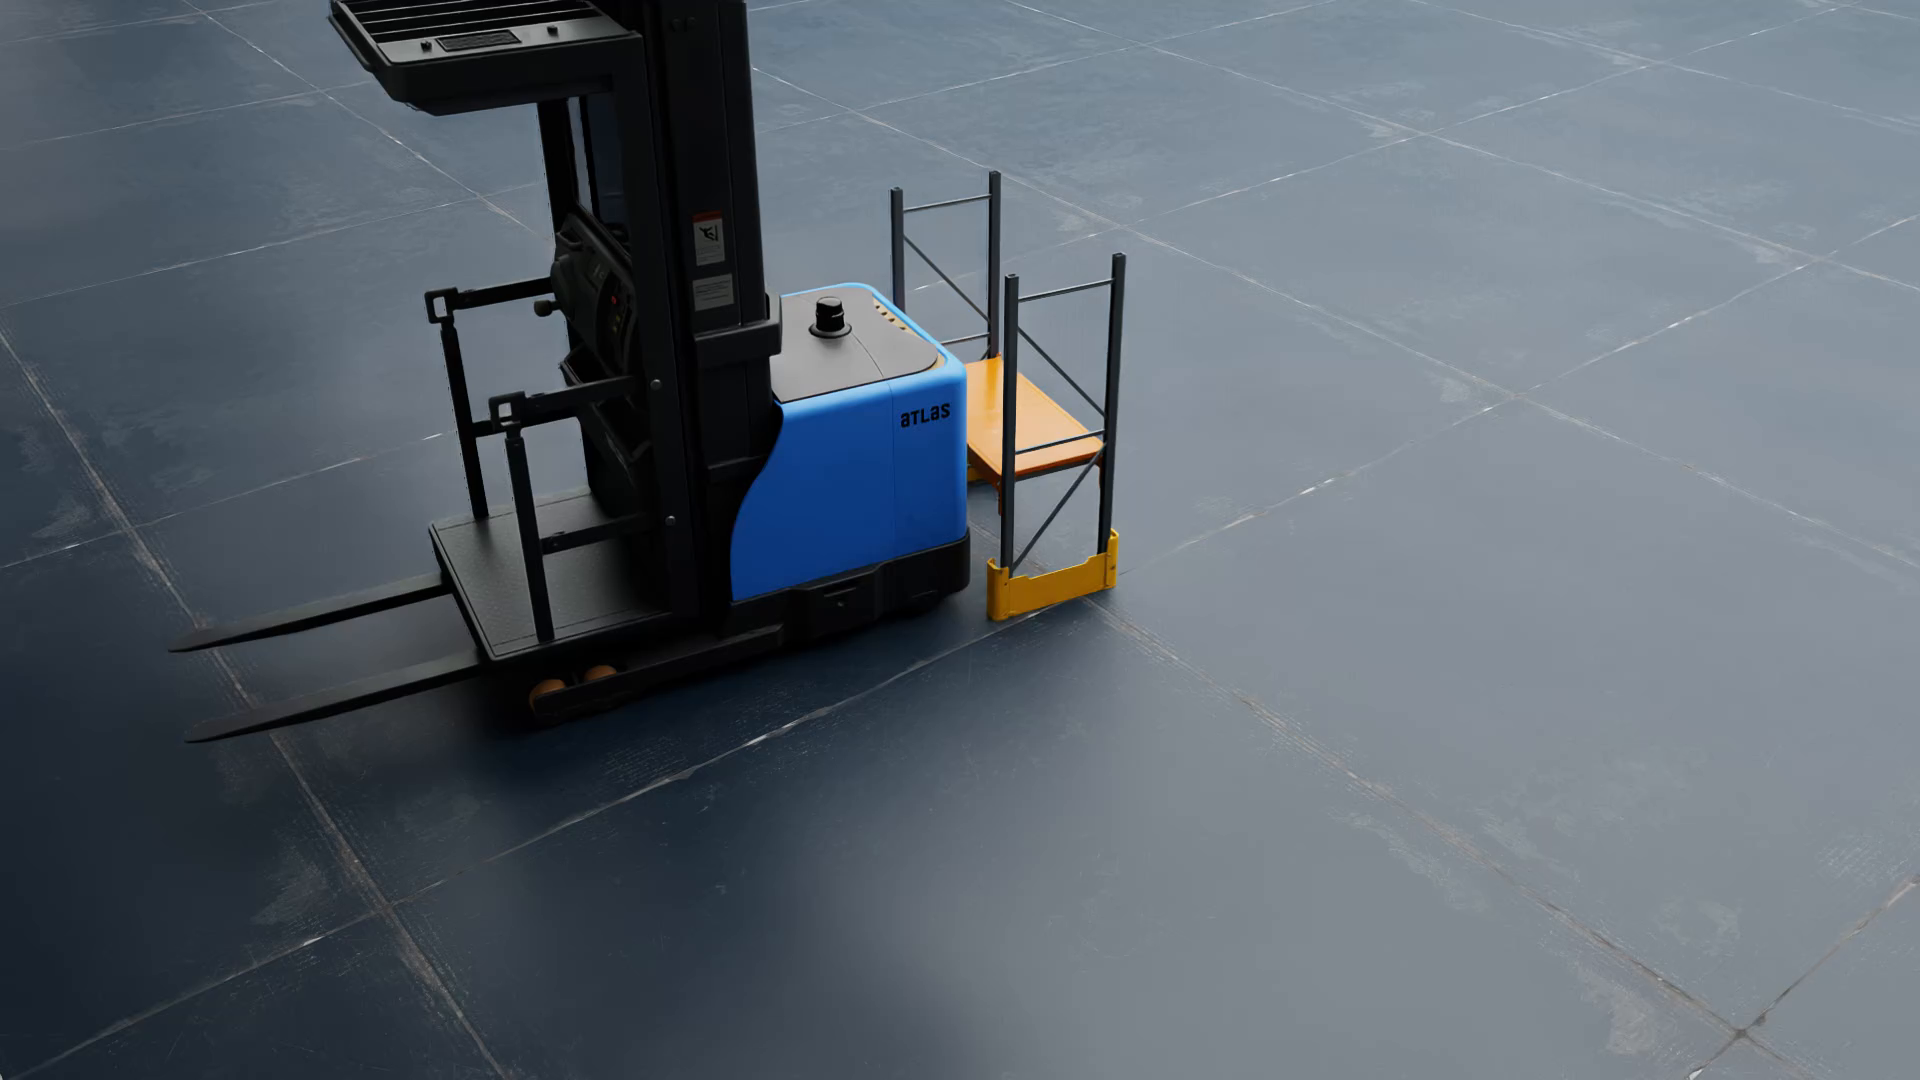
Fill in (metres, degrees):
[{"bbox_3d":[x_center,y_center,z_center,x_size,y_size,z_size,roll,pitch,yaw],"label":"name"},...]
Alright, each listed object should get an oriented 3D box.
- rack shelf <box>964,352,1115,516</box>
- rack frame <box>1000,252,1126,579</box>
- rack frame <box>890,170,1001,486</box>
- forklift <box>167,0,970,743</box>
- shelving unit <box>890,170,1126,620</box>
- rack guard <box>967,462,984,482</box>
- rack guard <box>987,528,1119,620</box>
[{"bbox_3d":[0.169,-0.470,7.033,0.538,0.185,1.000,-15,35,-22],"label":"rack shelf"},{"bbox_3d":[0.394,-0.383,6.551,0.500,1.500,0.032,-15,35,-22],"label":"rack frame"},{"bbox_3d":[-0.056,-0.864,7.326,0.500,1.500,0.032,-15,35,-22],"label":"rack frame"},{"bbox_3d":[-1.507,-0.873,5.984,3.031,2.935,1.130,-15,35,-23],"label":"forklift"},{"bbox_3d":[0.165,-0.628,6.945,0.587,1.500,1.083,-15,35,-22],"label":"shelving unit"},{"bbox_3d":[-0.056,-0.332,7.654,0.587,0.250,0.087,-15,35,-22],"label":"rack guard"},{"bbox_3d":[0.386,0.139,6.896,0.587,0.250,0.087,-15,35,-22],"label":"rack guard"}]
